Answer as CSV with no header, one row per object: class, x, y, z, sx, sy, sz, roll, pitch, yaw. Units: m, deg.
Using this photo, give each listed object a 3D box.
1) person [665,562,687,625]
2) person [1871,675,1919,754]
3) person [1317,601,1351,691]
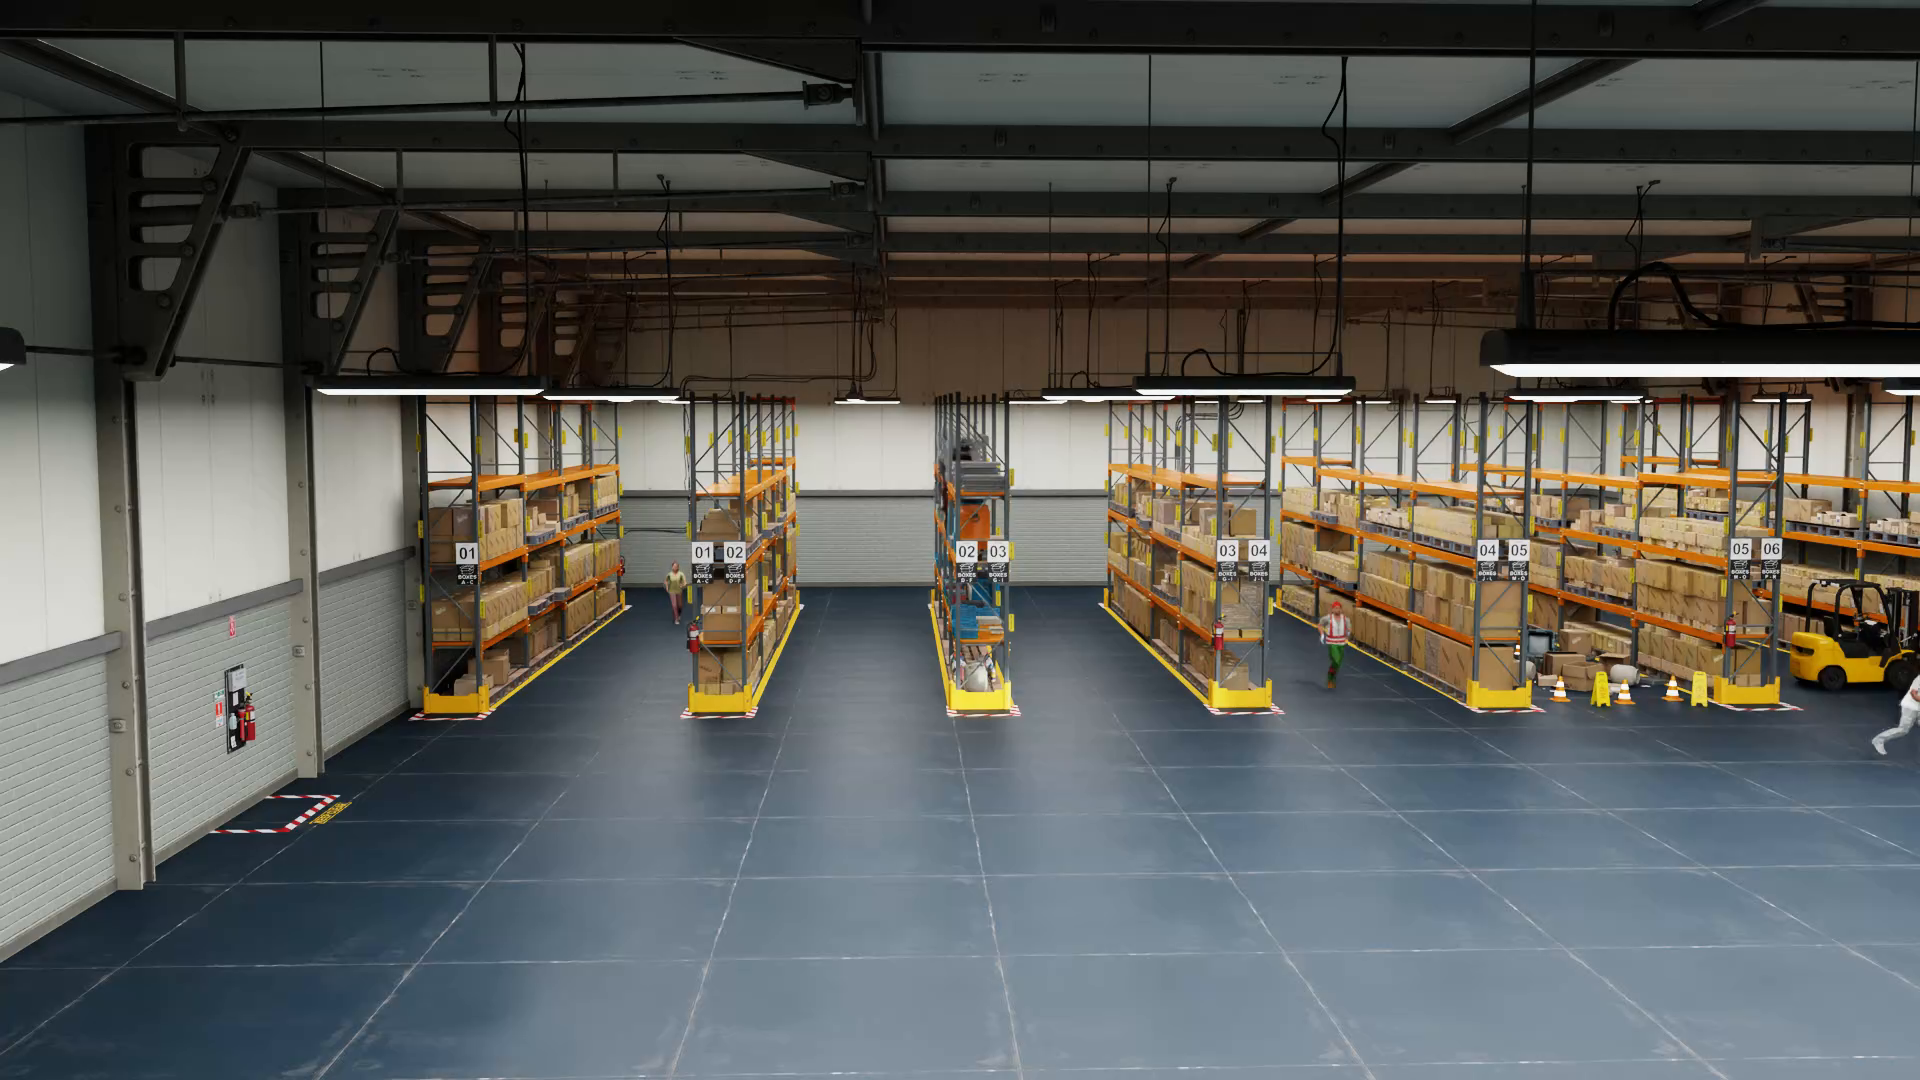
person,-7.488,1.397,43.803,0.578,1.632,0.694,-1,5,-10
person,15.275,2.748,26.767,1.052,1.727,0.721,4,6,40
person,7.629,2.136,33.694,0.632,1.797,0.730,-1,5,-12
